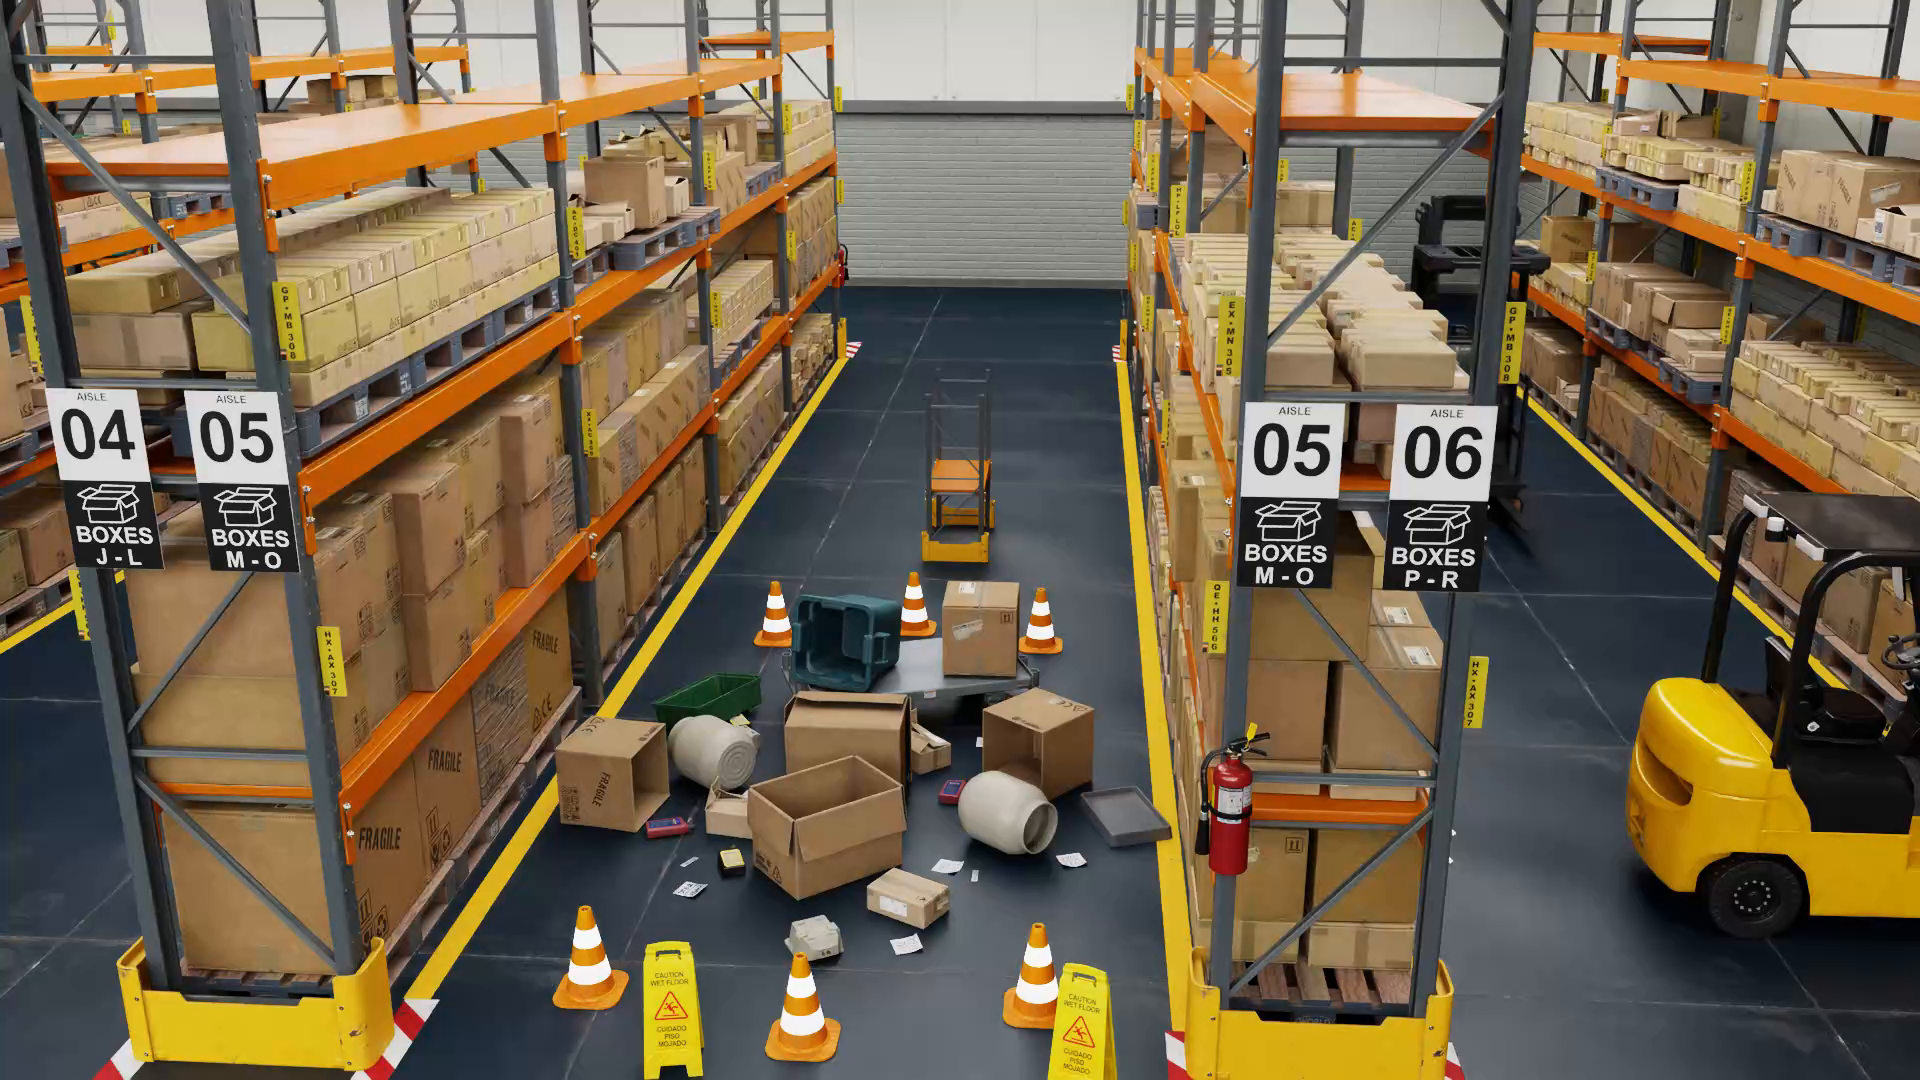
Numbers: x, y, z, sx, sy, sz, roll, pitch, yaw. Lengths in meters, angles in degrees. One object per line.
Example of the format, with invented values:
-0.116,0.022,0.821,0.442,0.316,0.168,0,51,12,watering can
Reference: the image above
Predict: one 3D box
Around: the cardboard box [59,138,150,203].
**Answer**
-7.457,-3.215,14.464,0.500,0.500,0.500,2,18,5,cardboard box

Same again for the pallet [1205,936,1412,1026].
1.738,2.097,8.510,1.003,0.211,1.213,1,18,4,pallet

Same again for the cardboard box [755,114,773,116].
-2.169,-4.788,19.025,0.380,0.149,0.250,1,18,3,cardboard box

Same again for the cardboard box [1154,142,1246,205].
2.089,-3.232,14.638,0.797,0.503,0.637,0,18,1,cardboard box

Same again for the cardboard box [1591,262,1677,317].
7.193,-2.672,17.752,0.700,0.500,0.500,2,18,5,cardboard box

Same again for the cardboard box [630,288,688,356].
-2.774,-1.900,14.464,0.700,0.500,0.500,1,18,4,cardboard box

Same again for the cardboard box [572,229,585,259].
-2.727,-2.065,11.297,0.258,0.266,0.396,1,18,3,cardboard box

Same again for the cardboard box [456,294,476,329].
-2.835,-1.233,8.947,0.380,0.149,0.250,1,18,4,cardboard box

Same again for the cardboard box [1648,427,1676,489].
7.061,-0.793,16.194,0.500,0.500,0.500,2,18,6,cardboard box

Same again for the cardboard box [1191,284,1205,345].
1.545,-1.244,9.176,0.500,0.250,0.500,1,18,4,cardboard box

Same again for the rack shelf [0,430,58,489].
-7.815,-0.695,13.710,1.077,0.370,4.000,1,18,4,rack shelf

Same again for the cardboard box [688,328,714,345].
-2.497,-1.883,15.432,0.380,0.149,0.250,2,18,6,cardboard box

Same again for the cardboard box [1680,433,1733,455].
6.935,-0.892,15.453,0.380,0.149,0.250,0,18,1,cardboard box

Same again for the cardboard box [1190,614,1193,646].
1.492,0.491,9.337,0.380,0.149,0.250,1,18,4,cardboard box

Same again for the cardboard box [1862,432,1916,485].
6.687,-0.570,11.609,0.500,0.250,0.500,1,18,2,cardboard box

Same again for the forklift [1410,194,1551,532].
4.846,-1.734,15.833,1.130,2.935,3.031,1,18,3,forklift

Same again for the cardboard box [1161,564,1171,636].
2.009,0.468,12.550,0.950,0.372,0.625,2,18,7,cardboard box

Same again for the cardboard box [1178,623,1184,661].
1.510,0.622,10.030,0.380,0.149,0.250,2,18,6,cardboard box

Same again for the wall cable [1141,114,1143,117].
3.167,-6.171,27.585,0.585,1.953,0.123,1,18,4,wall cable

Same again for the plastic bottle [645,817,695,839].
-1.728,1.713,9.923,0.283,0.061,0.133,-5,19,-15,plastic bottle

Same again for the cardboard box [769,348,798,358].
-2.170,-2.234,20.199,0.380,0.149,0.250,1,18,2,cardboard box

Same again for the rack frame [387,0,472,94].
-7.099,-6.994,22.143,1.000,3.000,0.127,1,18,4,rack frame

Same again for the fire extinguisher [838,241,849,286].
-1.680,-3.855,22.921,0.296,0.674,0.183,1,18,4,fire extinguisher

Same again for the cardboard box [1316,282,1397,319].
2.008,-1.215,8.447,0.380,0.149,0.250,2,18,5,cardboard box

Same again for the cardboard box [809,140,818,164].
-2.024,-4.730,20.292,0.500,0.250,0.500,2,18,6,cardboard box

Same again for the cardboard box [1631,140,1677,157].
6.991,-3.939,16.726,0.380,0.149,0.250,1,18,3,cardboard box

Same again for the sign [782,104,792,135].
-1.892,-4.606,18.209,0.100,0.325,0.005,1,18,4,sign

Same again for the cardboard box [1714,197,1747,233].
6.958,-2.847,14.544,0.500,0.250,0.500,1,18,2,cardboard box

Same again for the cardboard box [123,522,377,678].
-3.240,0.269,7.635,0.875,0.550,0.550,1,18,4,cardboard box

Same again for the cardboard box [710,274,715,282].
-2.932,-2.868,18.437,0.380,0.149,0.250,2,18,5,cardboard box

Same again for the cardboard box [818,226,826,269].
-2.003,-3.727,21.169,0.500,0.500,0.500,1,18,4,cardboard box

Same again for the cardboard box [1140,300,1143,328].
2.080,-2.240,16.706,0.500,0.250,0.500,1,18,2,cardboard box

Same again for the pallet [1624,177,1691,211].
7.262,-3.383,16.241,1.213,0.211,1.003,1,18,4,pallet

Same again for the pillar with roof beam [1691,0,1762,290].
4.105,-5.713,18.233,9.100,9.000,0.400,1,18,4,pillar with roof beam

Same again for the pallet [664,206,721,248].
-2.725,-2.651,14.009,1.213,0.211,1.003,2,18,6,pallet

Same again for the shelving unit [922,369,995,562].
-0.005,-0.689,14.944,0.587,1.500,1.083,1,18,4,shelving unit

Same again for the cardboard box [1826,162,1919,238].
6.796,-2.512,12.286,0.500,0.500,0.500,2,18,5,cardboard box

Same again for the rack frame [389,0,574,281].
-3.019,-3.125,10.335,1.000,3.000,0.127,1,18,4,rack frame

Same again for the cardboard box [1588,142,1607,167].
7.235,-4.221,18.260,0.500,0.250,0.500,1,18,4,cardboard box

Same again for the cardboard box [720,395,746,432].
-2.405,-1.251,16.385,0.500,0.250,0.500,1,18,3,cardboard box

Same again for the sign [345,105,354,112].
-6.843,-4.712,18.661,0.100,0.325,0.005,1,18,4,sign

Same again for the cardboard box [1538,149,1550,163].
7.322,-4.707,20.383,0.380,0.149,0.250,1,18,4,cardboard box

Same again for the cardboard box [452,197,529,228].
-2.764,-1.929,9.790,0.380,0.149,0.250,1,18,4,cardboard box

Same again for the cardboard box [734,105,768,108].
-2.582,-5.288,20.550,0.380,0.149,0.250,2,18,6,cardboard box

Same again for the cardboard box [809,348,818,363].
-2.000,-2.329,20.967,0.380,0.149,0.250,1,18,4,cardboard box

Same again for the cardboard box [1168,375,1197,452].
1.678,-0.727,10.408,0.700,0.500,0.500,1,18,3,cardboard box

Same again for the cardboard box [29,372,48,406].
-7.522,-1.270,13.851,0.396,0.266,0.258,1,18,2,cardboard box

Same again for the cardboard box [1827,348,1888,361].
7.435,-1.494,13.790,0.380,0.149,0.250,2,18,5,cardboard box

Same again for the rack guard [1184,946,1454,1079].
1.644,2.212,7.698,1.175,0.500,0.348,1,18,4,rack guard

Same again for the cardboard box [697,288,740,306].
-2.413,-2.427,16.612,0.380,0.149,0.250,2,18,6,cardboard box

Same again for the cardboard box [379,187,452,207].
-3.384,-2.101,10.314,0.380,0.149,0.250,1,18,4,cardboard box

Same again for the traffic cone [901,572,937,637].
-0.358,0.482,13.036,0.336,0.463,0.334,1,18,4,traffic cone

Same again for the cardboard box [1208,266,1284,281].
1.539,-1.384,8.961,0.380,0.149,0.250,1,18,3,cardboard box

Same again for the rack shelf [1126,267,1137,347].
2.643,-2.959,20.618,1.077,0.370,4.000,1,18,4,rack shelf

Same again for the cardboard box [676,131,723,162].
-2.391,-3.633,15.312,0.396,0.266,0.258,1,18,4,cardboard box

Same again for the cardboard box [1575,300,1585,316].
7.218,-2.637,18.883,0.380,0.149,0.250,2,18,5,cardboard box

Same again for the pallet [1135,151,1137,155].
2.743,-5.075,21.245,1.003,0.211,1.213,1,18,4,pallet
